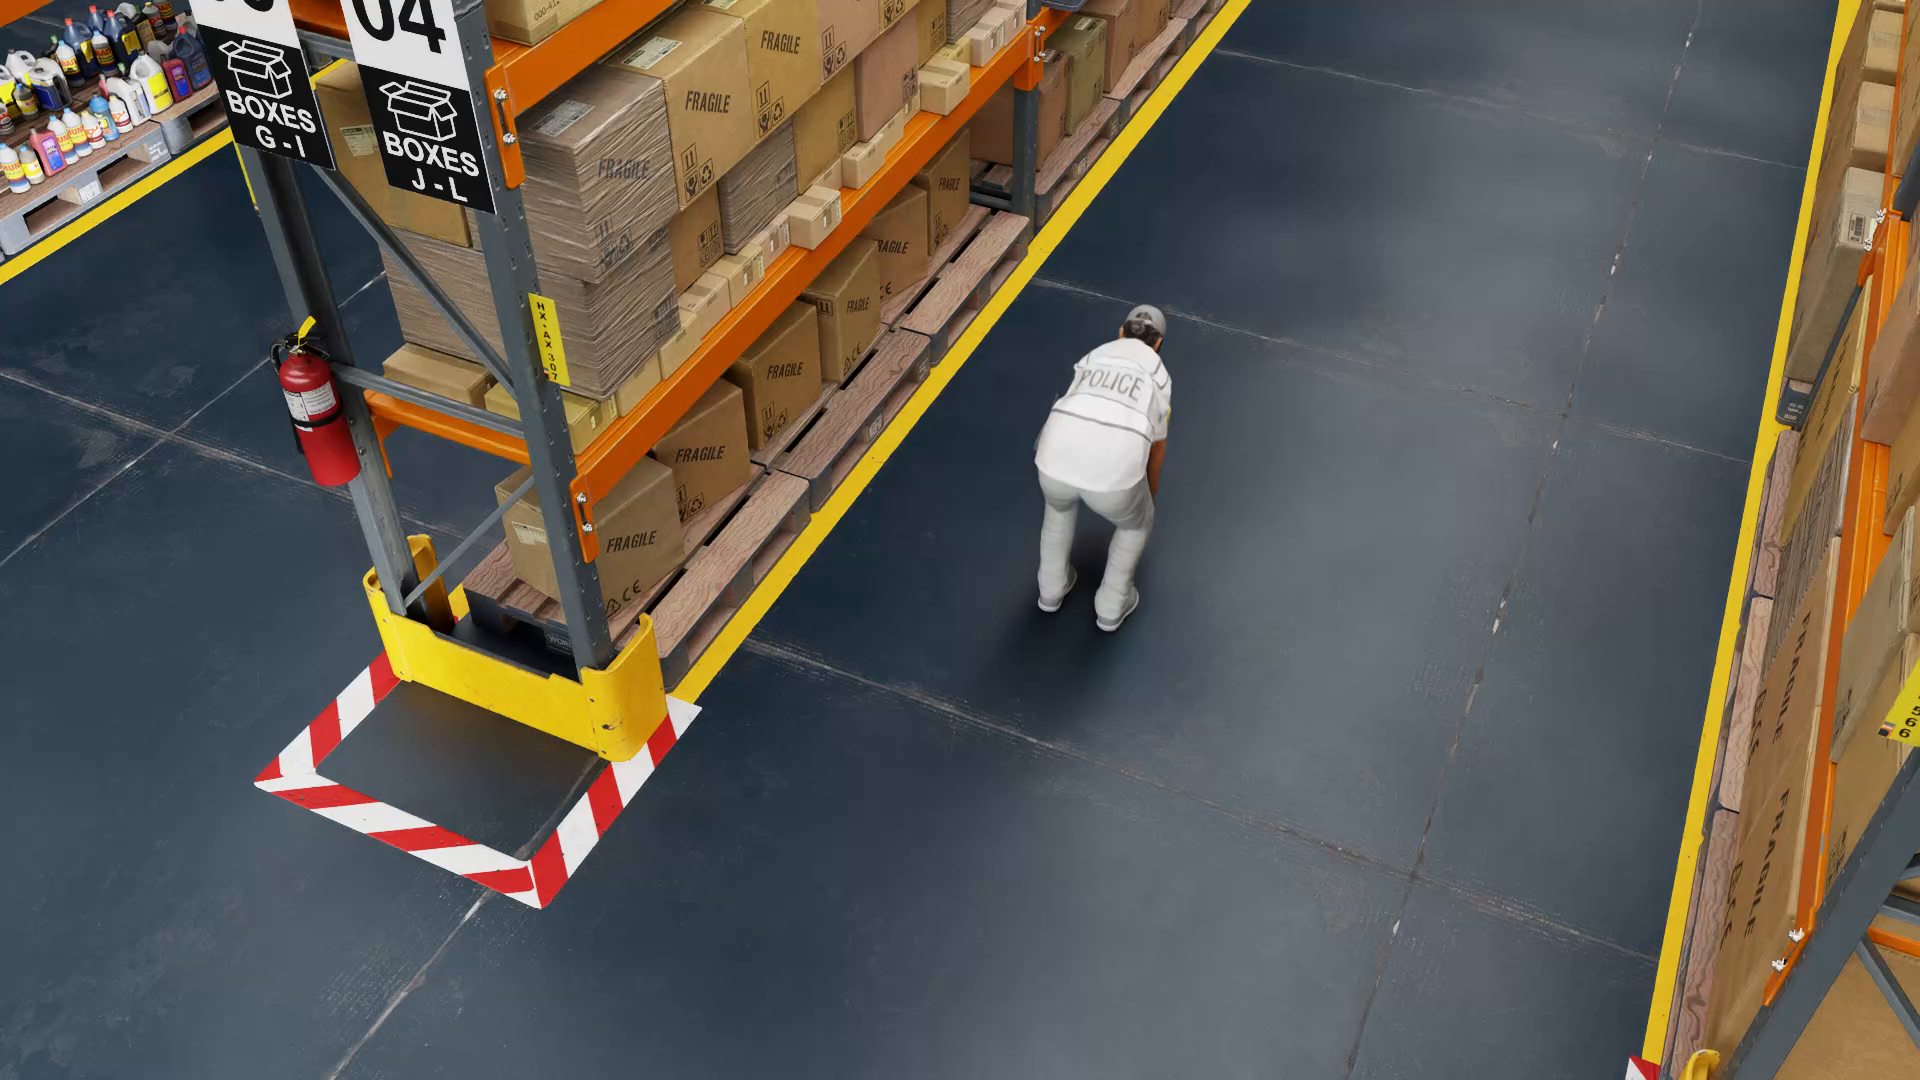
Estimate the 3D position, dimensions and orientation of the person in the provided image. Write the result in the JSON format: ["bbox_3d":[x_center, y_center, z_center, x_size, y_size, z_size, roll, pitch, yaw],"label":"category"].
[{"bbox_3d":[0.622,-0.284,6.857,0.466,1.153,0.935,16,45,17],"label":"person"}]
